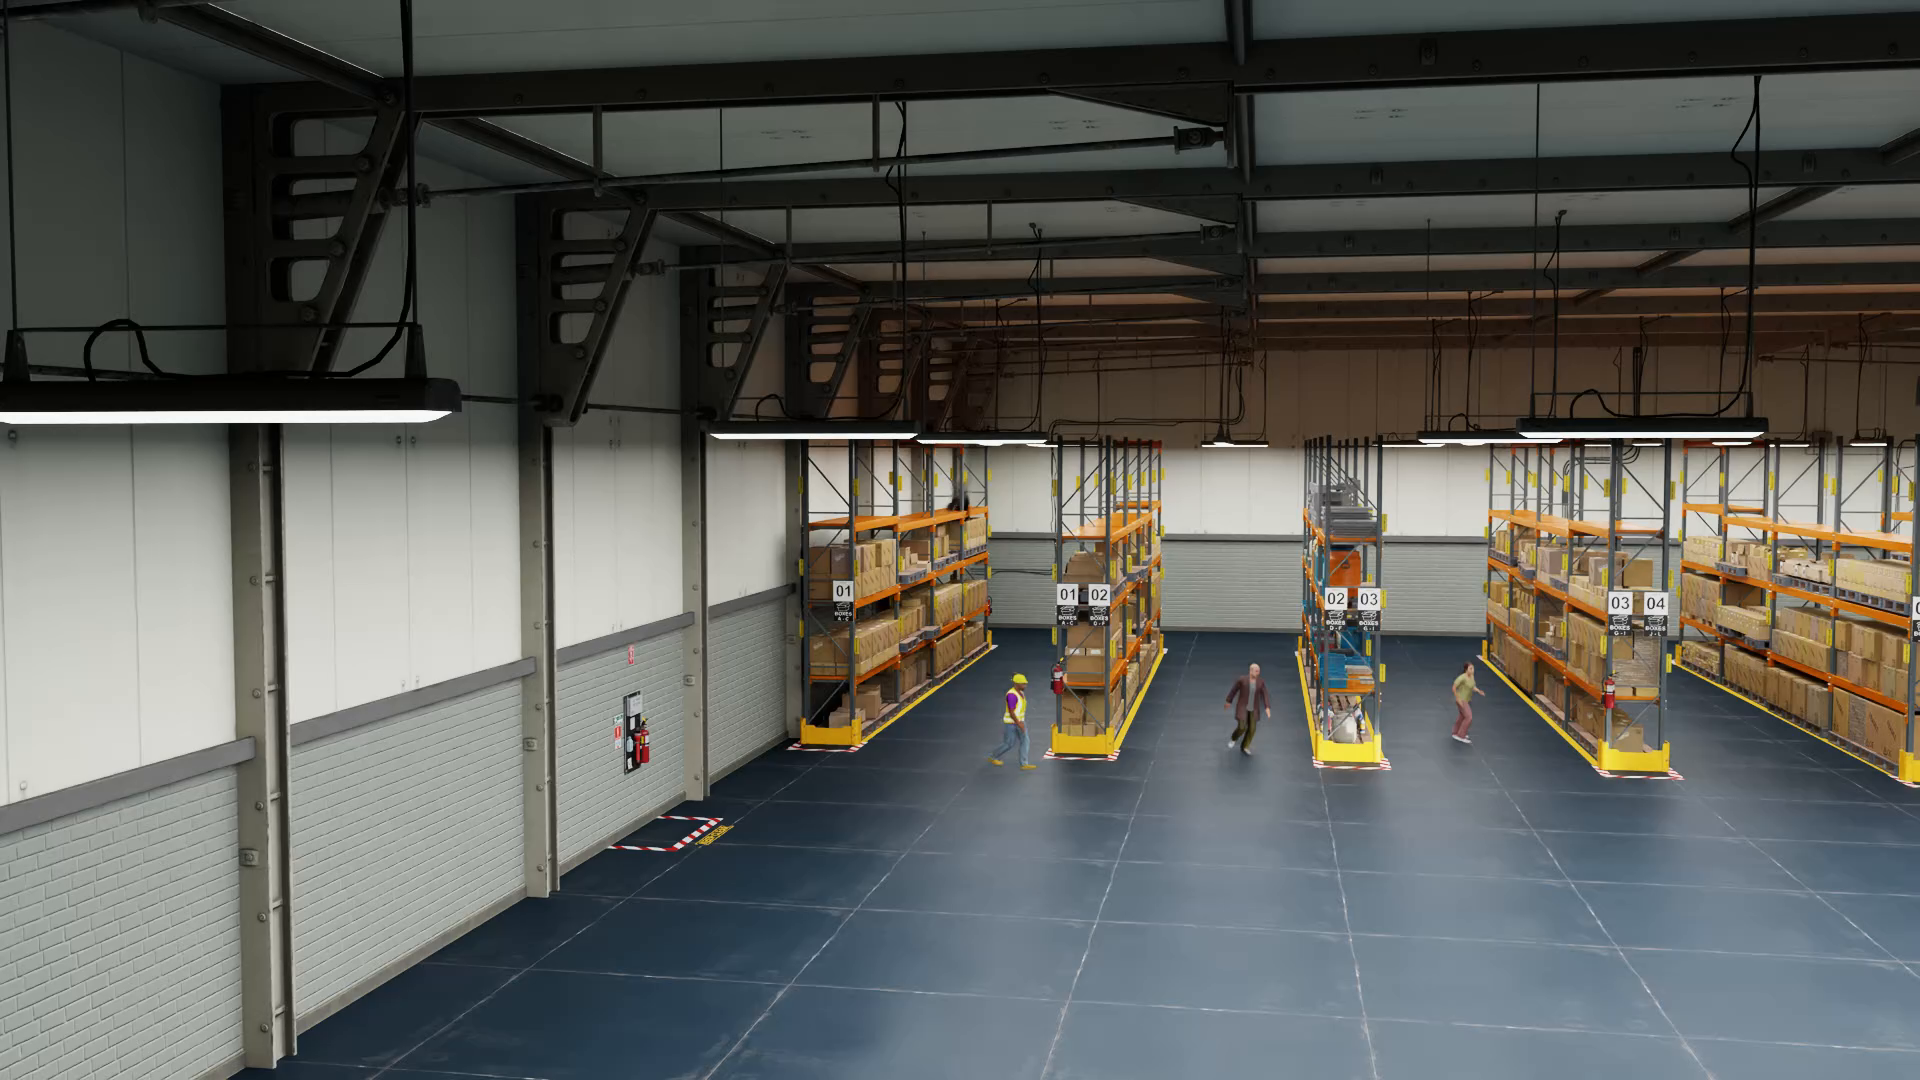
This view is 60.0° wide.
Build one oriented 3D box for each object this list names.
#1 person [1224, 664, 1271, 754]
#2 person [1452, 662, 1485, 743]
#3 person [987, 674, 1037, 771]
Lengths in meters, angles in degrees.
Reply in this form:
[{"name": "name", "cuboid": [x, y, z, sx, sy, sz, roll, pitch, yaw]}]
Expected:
[{"name": "person", "cuboid": [5.395, 3.179, 31.192, 0.748, 1.679, 0.706, 0, 3, -8]}, {"name": "person", "cuboid": [9.937, 3.174, 32.688, 0.737, 1.607, 0.632, 3, 4, 44]}, {"name": "person", "cuboid": [0.946, 3.260, 29.803, 0.904, 1.730, 0.605, 2, 4, 32]}]
